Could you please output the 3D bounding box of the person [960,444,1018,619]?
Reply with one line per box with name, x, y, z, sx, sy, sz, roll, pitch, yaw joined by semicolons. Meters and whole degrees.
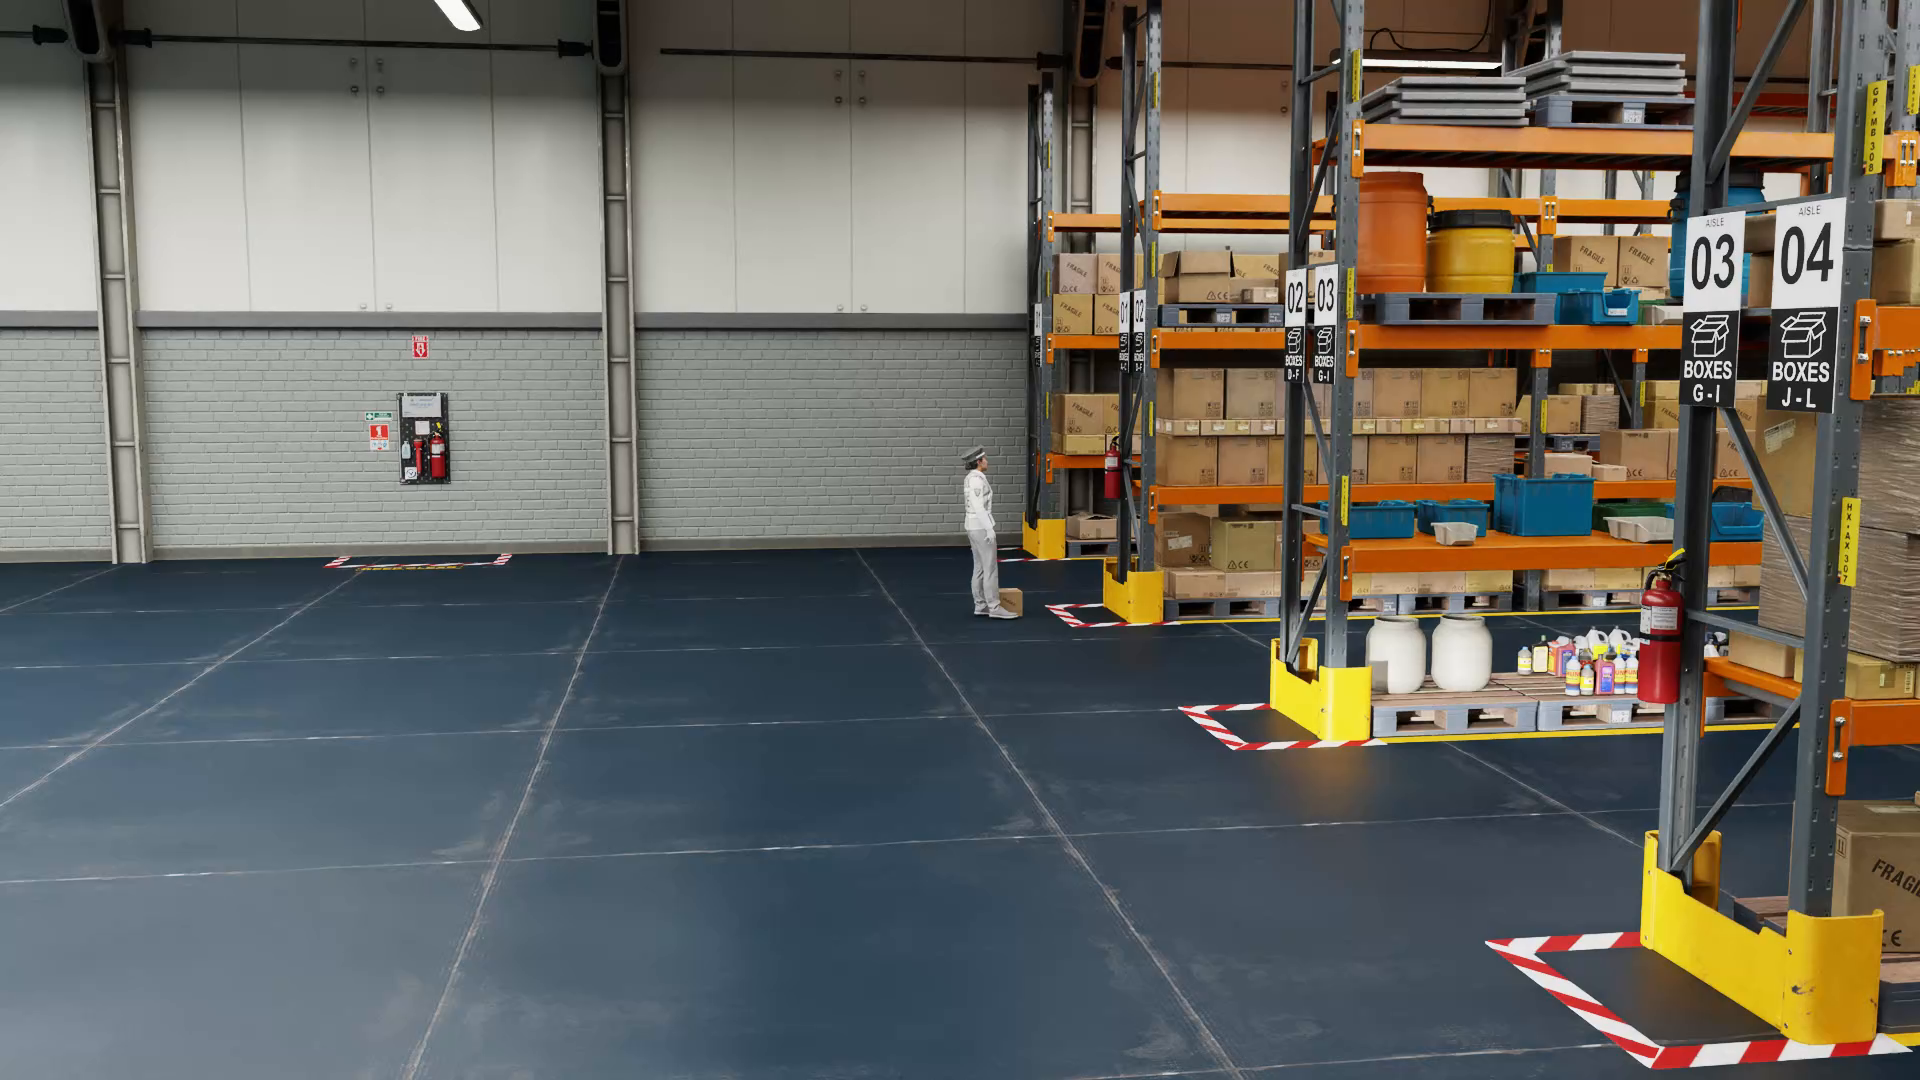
person;0.275;-0.095;16.436;0.532;1.695;0.587;-1;7;-9
